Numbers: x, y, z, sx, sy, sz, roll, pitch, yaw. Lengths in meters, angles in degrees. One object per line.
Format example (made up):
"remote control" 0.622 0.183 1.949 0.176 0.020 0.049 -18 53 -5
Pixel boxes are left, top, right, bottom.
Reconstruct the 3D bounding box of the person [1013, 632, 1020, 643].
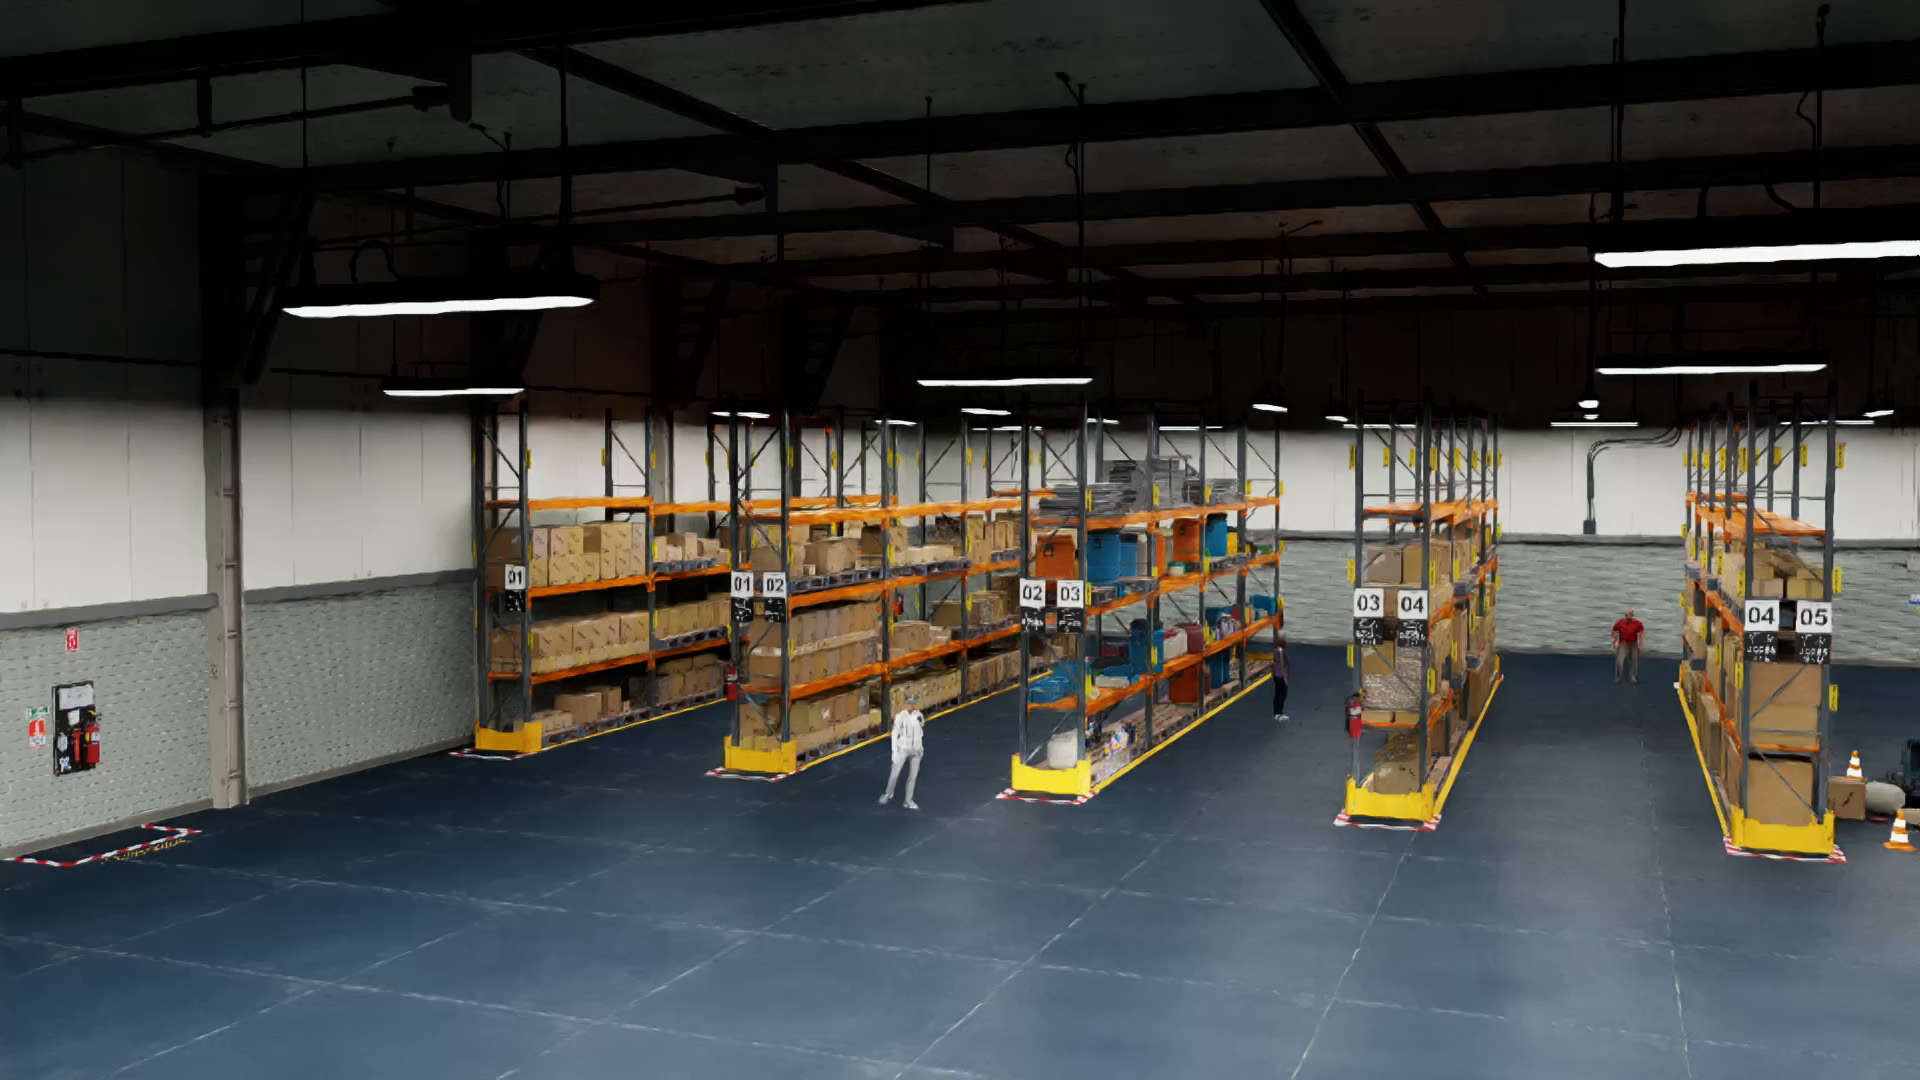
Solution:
"person" 1.606 2.003 42.907 0.391 1.788 0.641 1 3 23

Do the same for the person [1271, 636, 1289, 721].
"person" 6.178 2.661 31.995 0.349 1.641 0.476 0 3 -6

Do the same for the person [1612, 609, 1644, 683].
"person" 14.929 2.362 37.173 0.682 1.676 0.521 1 3 19

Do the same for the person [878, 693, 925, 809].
"person" -0.830 3.011 23.834 0.658 1.662 0.503 -1 3 -20
